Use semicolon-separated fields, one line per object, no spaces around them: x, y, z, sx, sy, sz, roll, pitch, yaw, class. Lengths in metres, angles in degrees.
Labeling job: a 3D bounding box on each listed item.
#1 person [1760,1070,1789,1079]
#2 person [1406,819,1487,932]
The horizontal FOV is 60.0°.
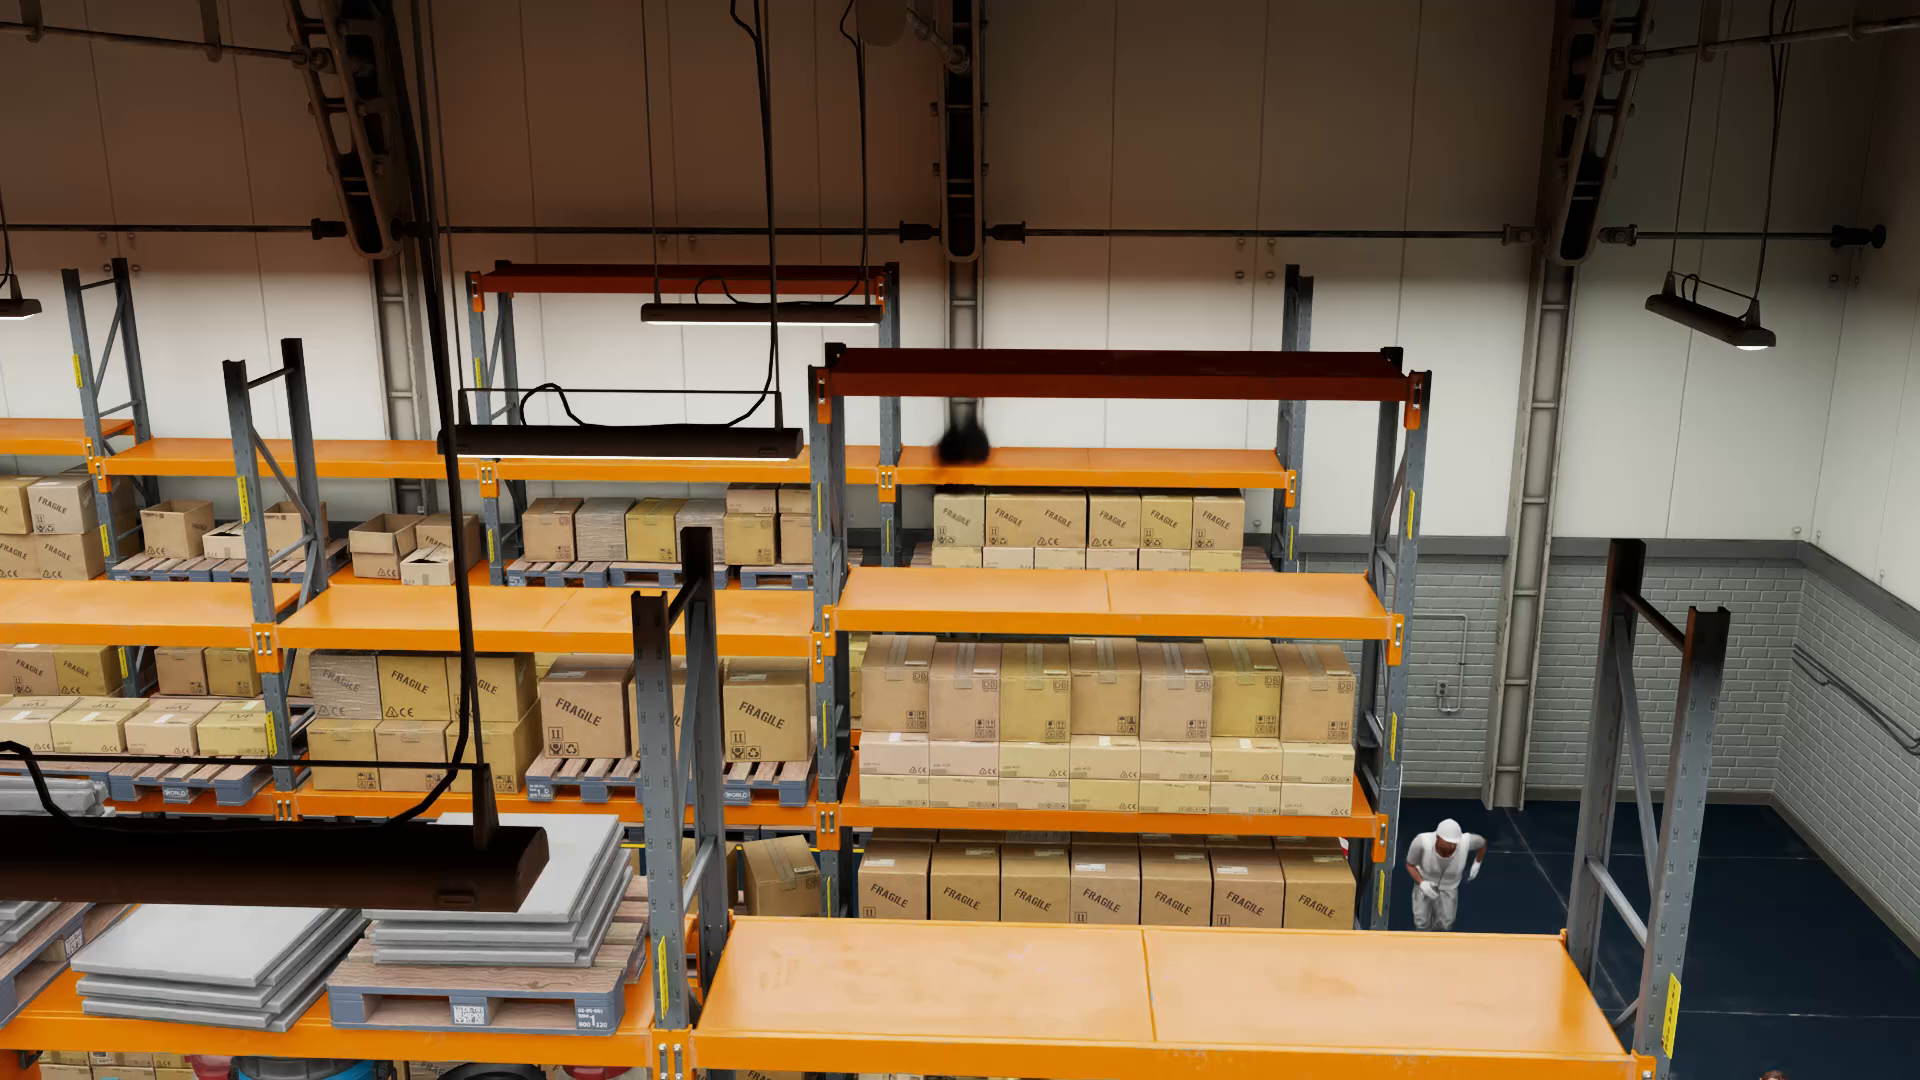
5.357;4.218;11.206;0.619;1.653;0.515;13;21;38;person
4.351;3.141;14.962;0.713;1.584;0.824;2;16;6;person
